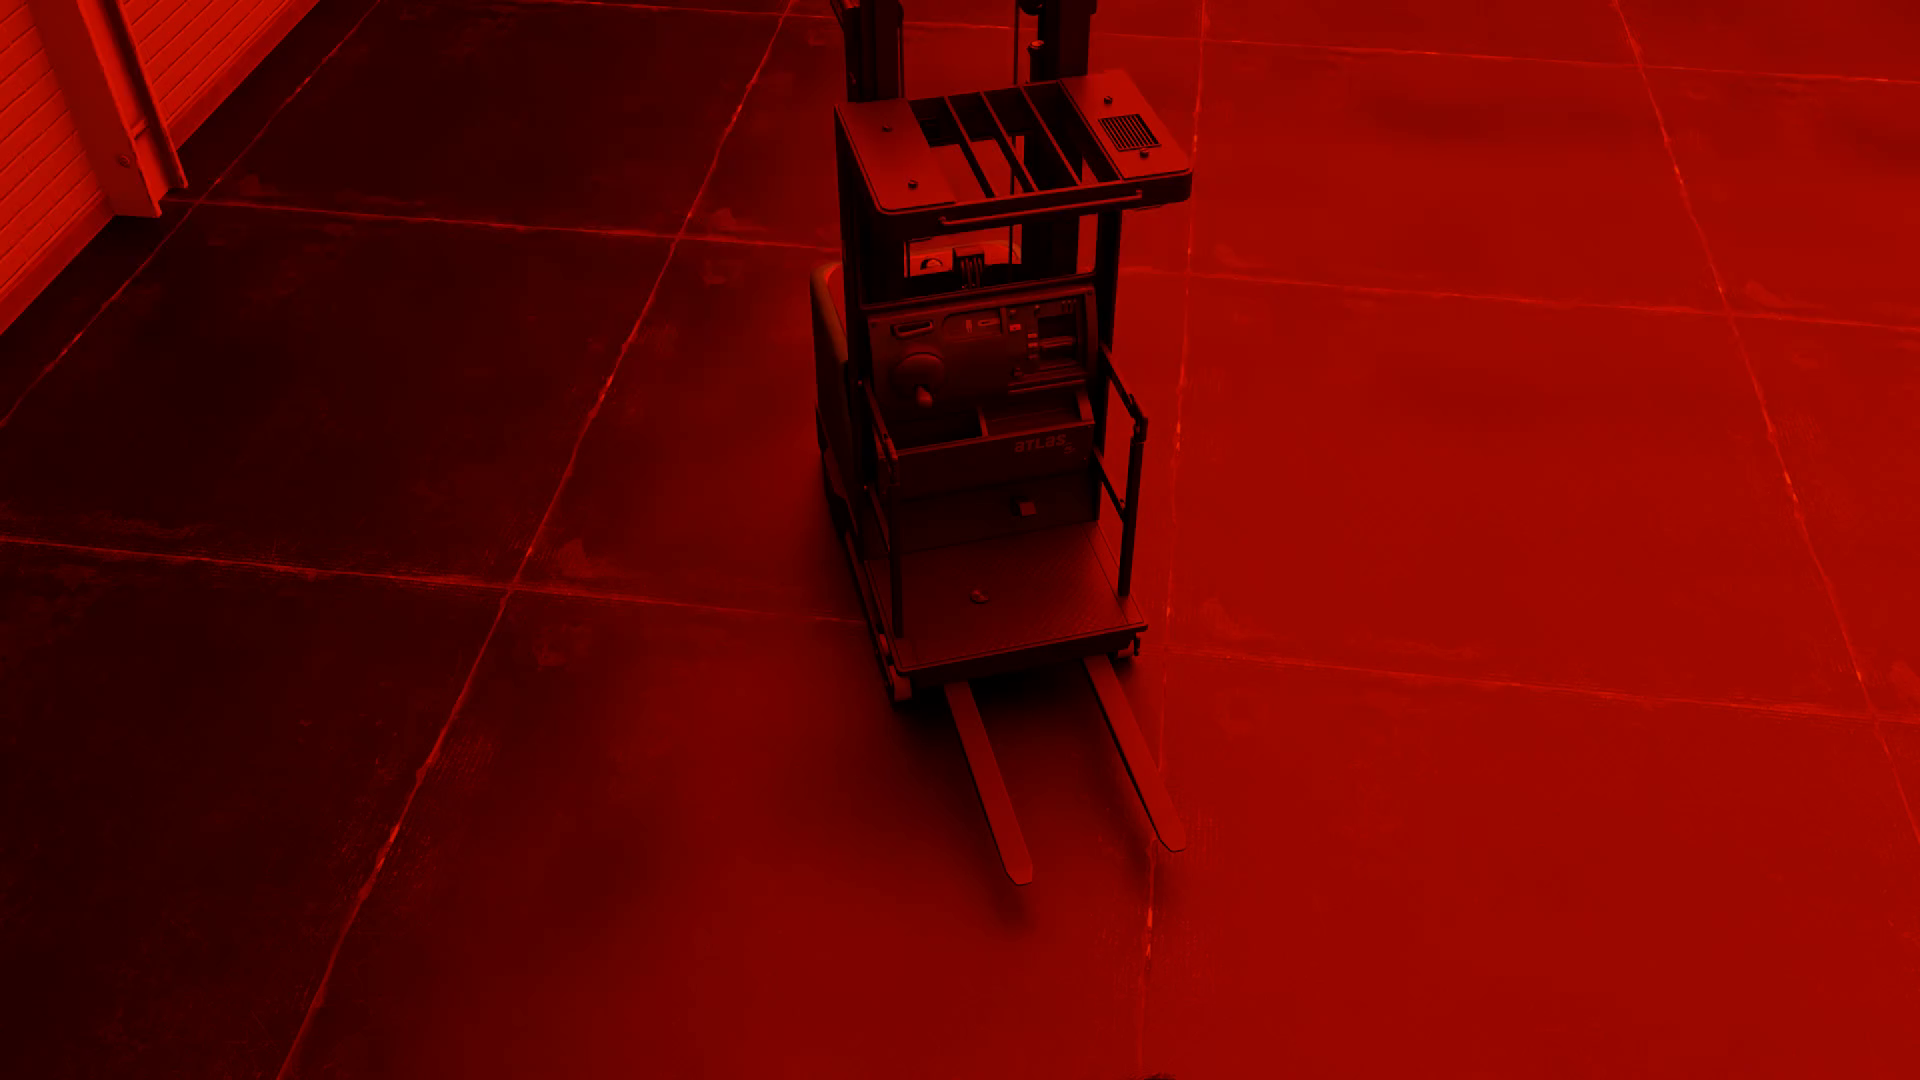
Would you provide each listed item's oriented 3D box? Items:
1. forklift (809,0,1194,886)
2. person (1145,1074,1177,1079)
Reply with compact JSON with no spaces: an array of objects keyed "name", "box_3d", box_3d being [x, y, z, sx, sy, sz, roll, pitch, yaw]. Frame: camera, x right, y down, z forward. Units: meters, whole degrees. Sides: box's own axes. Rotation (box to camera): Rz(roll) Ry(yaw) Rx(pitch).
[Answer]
[{"name":"forklift","box_3d":[0.153,-0.681,6.465,1.130,2.935,3.031,-10,44,-11]},{"name":"person","box_3d":[0.501,1.996,4.514,0.623,1.644,0.427,-2,43,-2]}]
